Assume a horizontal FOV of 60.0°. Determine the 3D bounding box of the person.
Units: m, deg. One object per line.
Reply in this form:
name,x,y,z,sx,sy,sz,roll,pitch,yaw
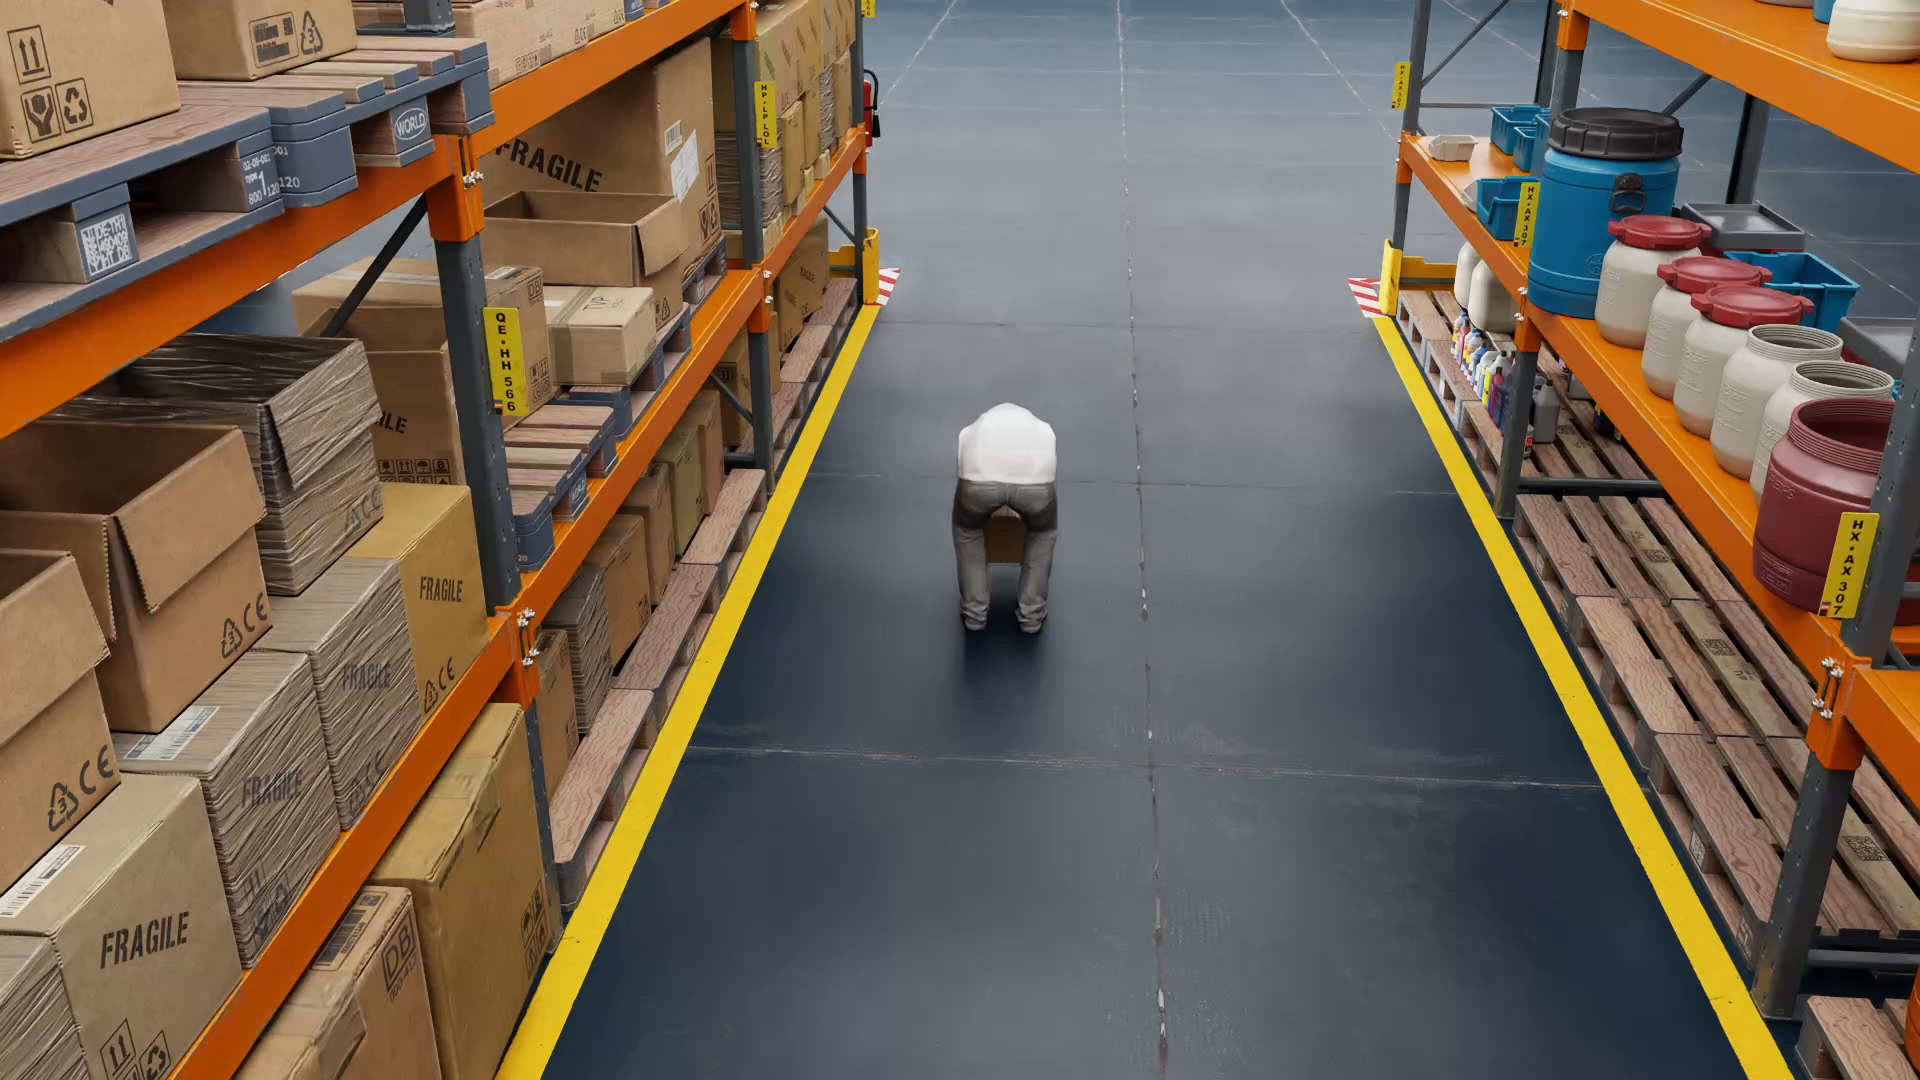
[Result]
person,0.212,-0.180,7.856,0.497,1.041,1.005,1,24,2
